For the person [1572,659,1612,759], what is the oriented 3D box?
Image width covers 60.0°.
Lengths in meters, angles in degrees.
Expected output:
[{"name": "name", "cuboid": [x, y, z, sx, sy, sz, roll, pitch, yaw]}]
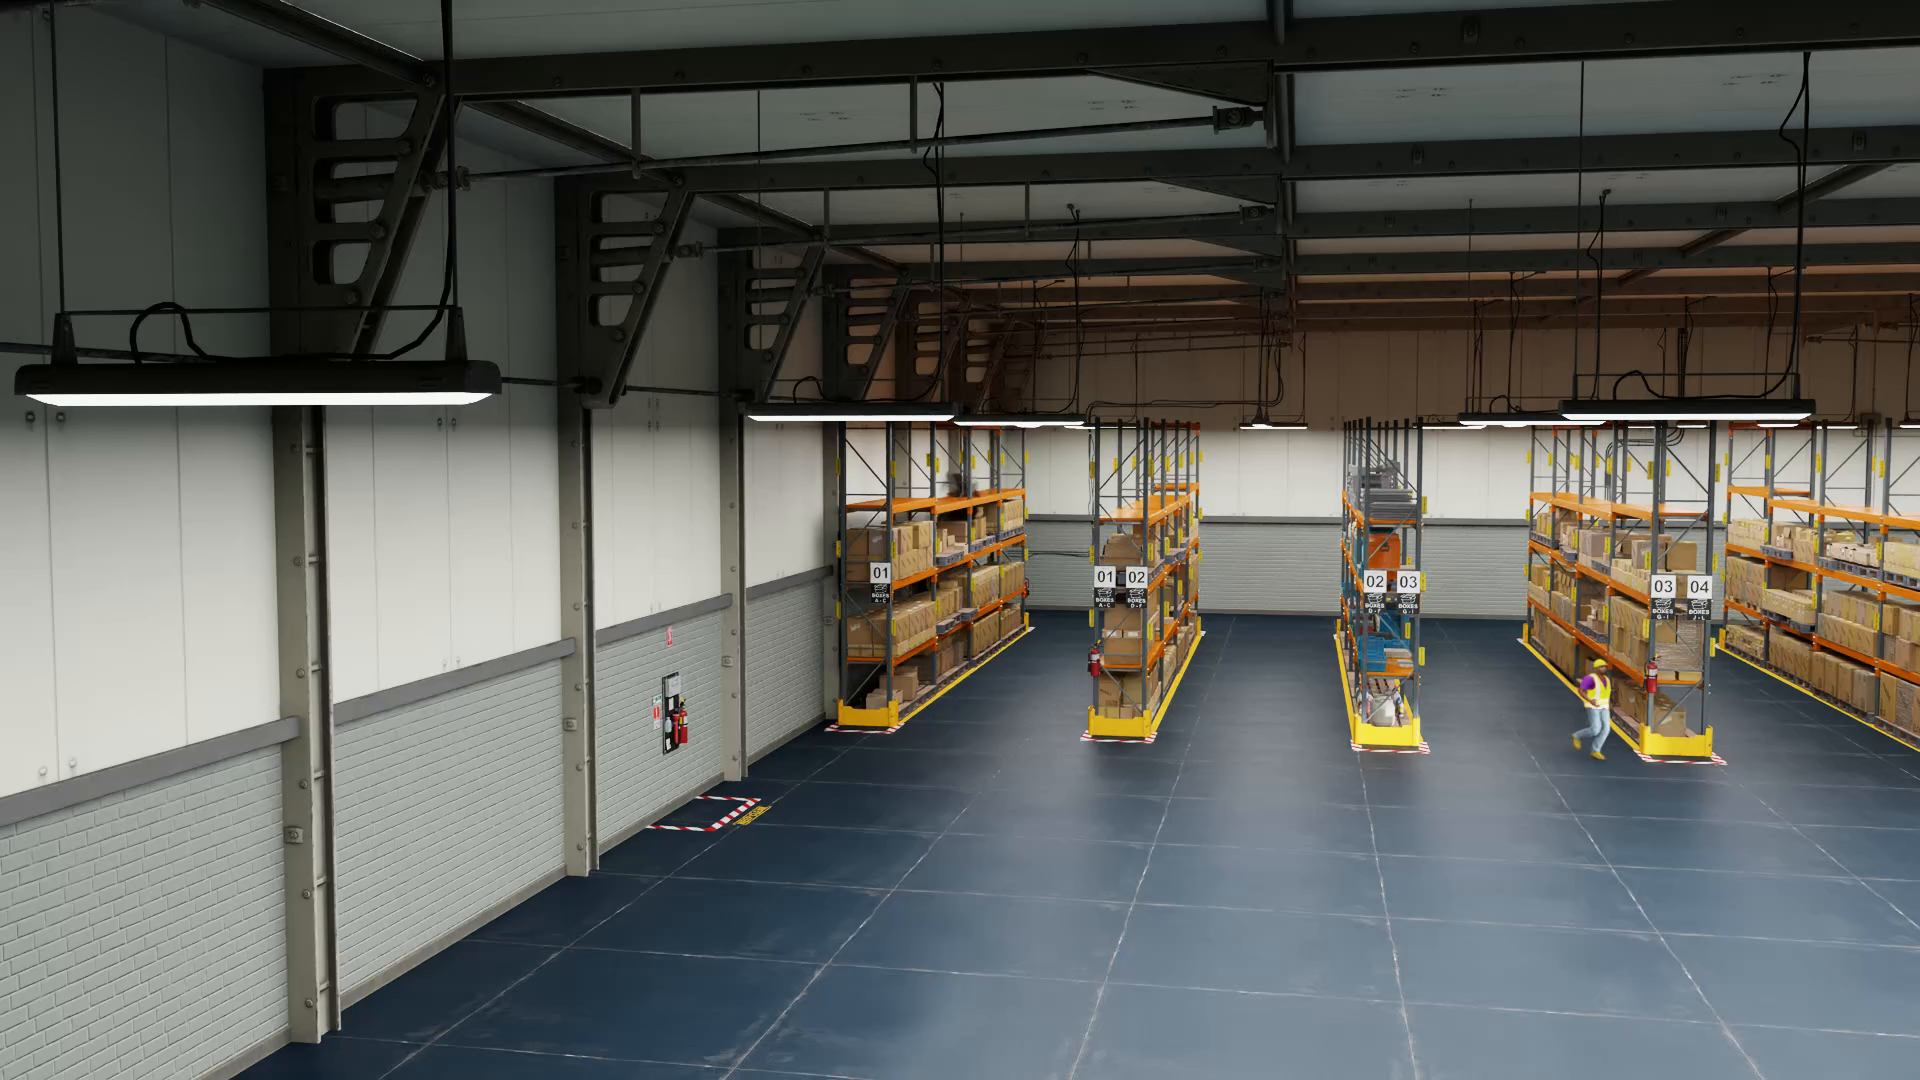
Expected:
[{"name": "person", "cuboid": [11.229, 2.962, 29.402, 0.722, 1.732, 0.667, -2, 4, -24]}]

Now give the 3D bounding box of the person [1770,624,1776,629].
[{"name": "person", "cuboid": [22.238, 1.915, 44.977, 0.981, 1.817, 0.692, 0, 4, 6]}]
